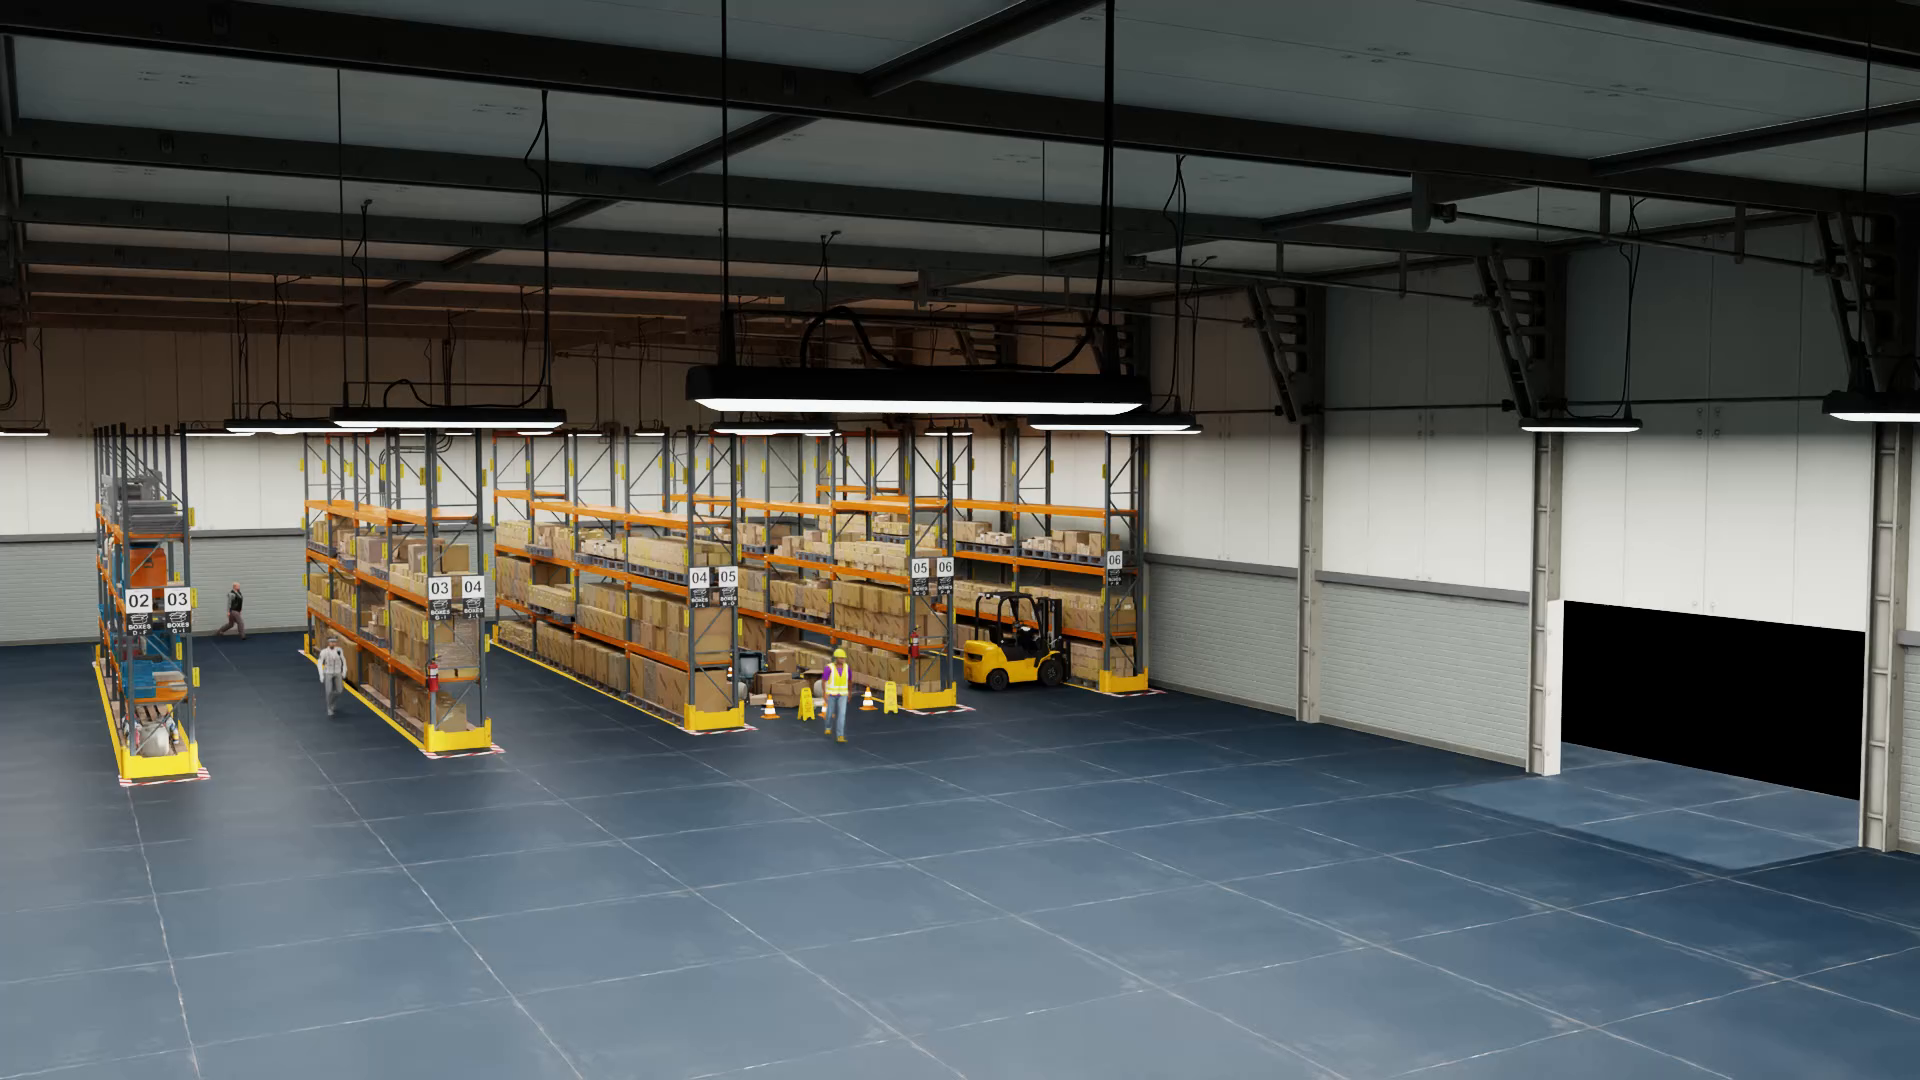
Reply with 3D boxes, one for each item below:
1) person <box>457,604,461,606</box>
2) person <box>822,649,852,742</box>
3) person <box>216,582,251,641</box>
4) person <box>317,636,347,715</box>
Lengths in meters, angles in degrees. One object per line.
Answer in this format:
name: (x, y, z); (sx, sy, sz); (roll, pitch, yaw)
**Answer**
person: (-13.716, 2.164, 45.110); (0.435, 1.603, 1.060); (-2, 4, -26)
person: (-2.324, 2.946, 31.635); (0.659, 1.733, 0.942); (-1, 4, -23)
person: (-20.752, 2.042, 47.310); (0.885, 1.531, 0.537); (0, 3, -2)
person: (-13.139, 2.802, 34.771); (0.583, 1.660, 0.549); (-2, 4, -33)
